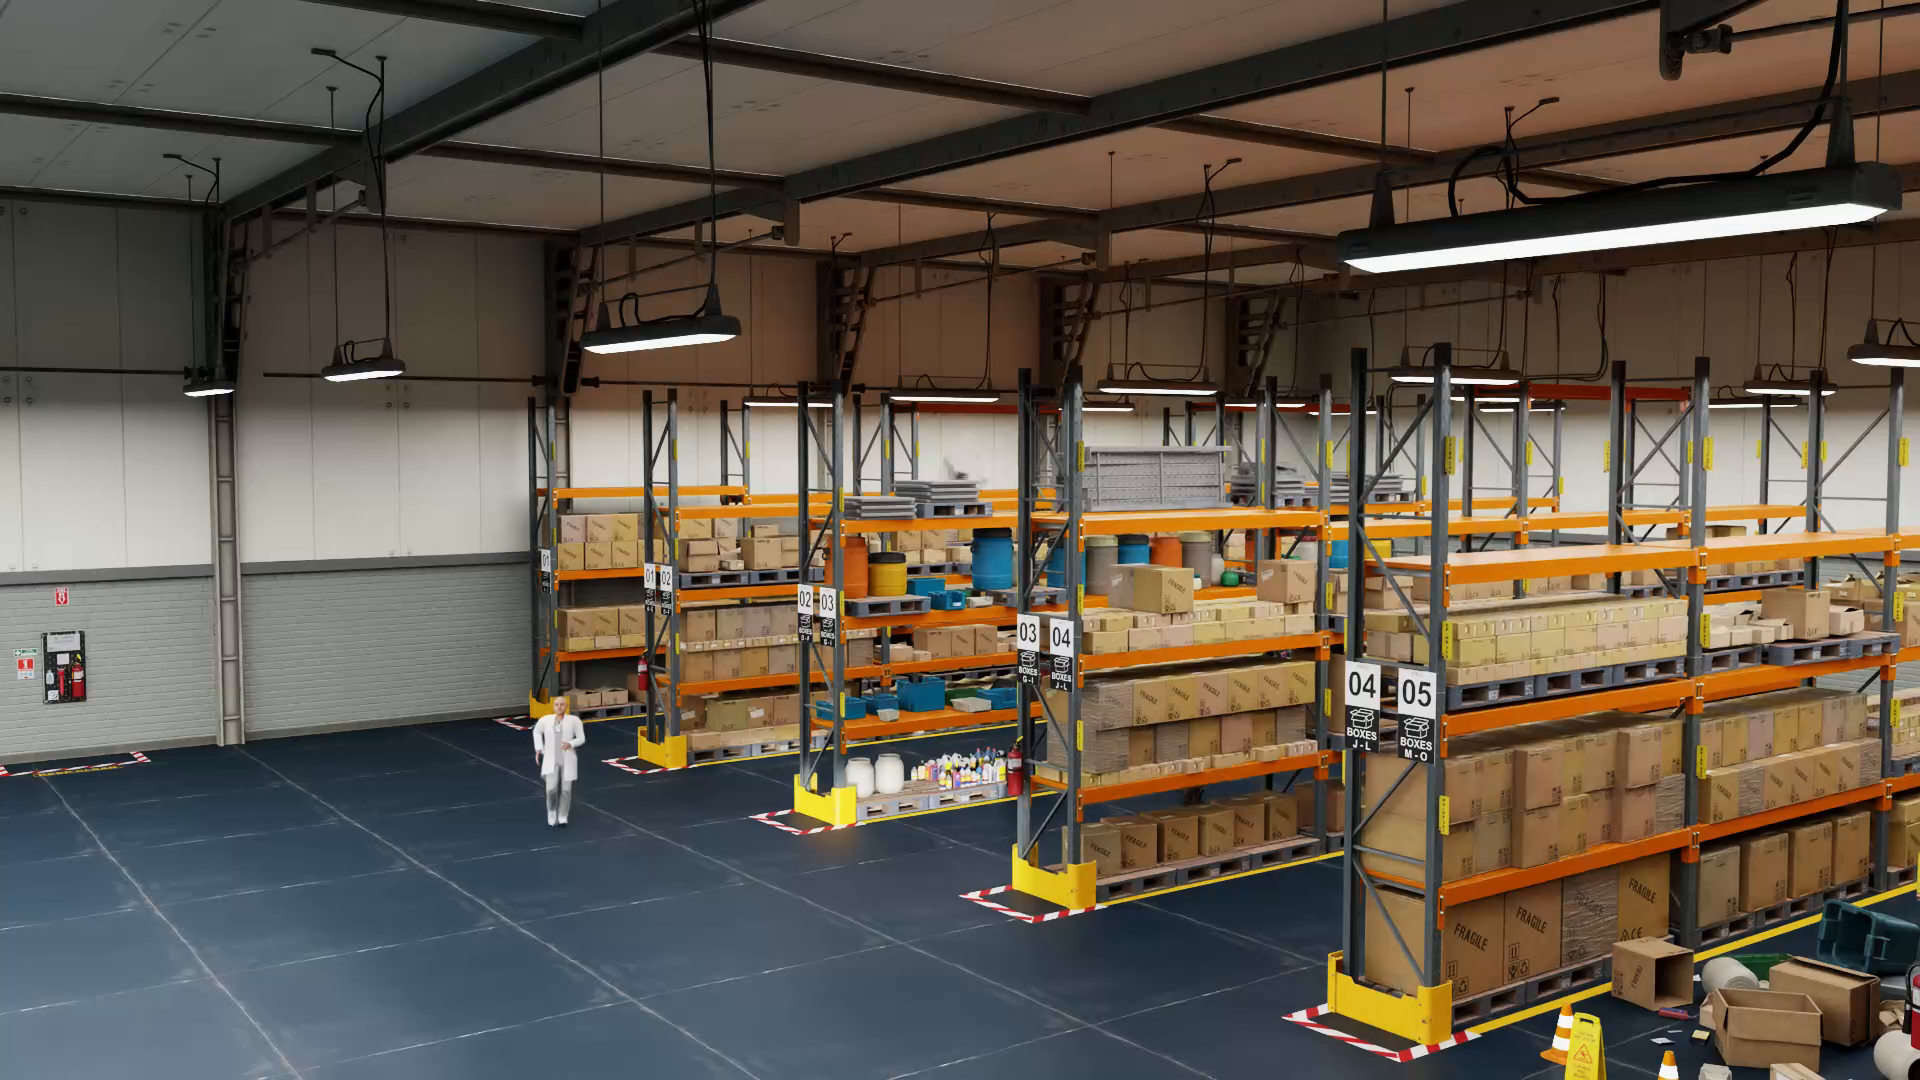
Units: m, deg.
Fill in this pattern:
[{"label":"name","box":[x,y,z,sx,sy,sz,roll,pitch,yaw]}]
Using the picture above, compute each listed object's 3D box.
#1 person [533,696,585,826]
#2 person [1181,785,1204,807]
[{"label":"person","box":[-5.354,2.965,22.214,0.693,1.741,0.695,-1,3,-12]},{"label":"person","box":[3.192,2.962,22.888,0.610,1.697,0.752,3,4,39]}]
